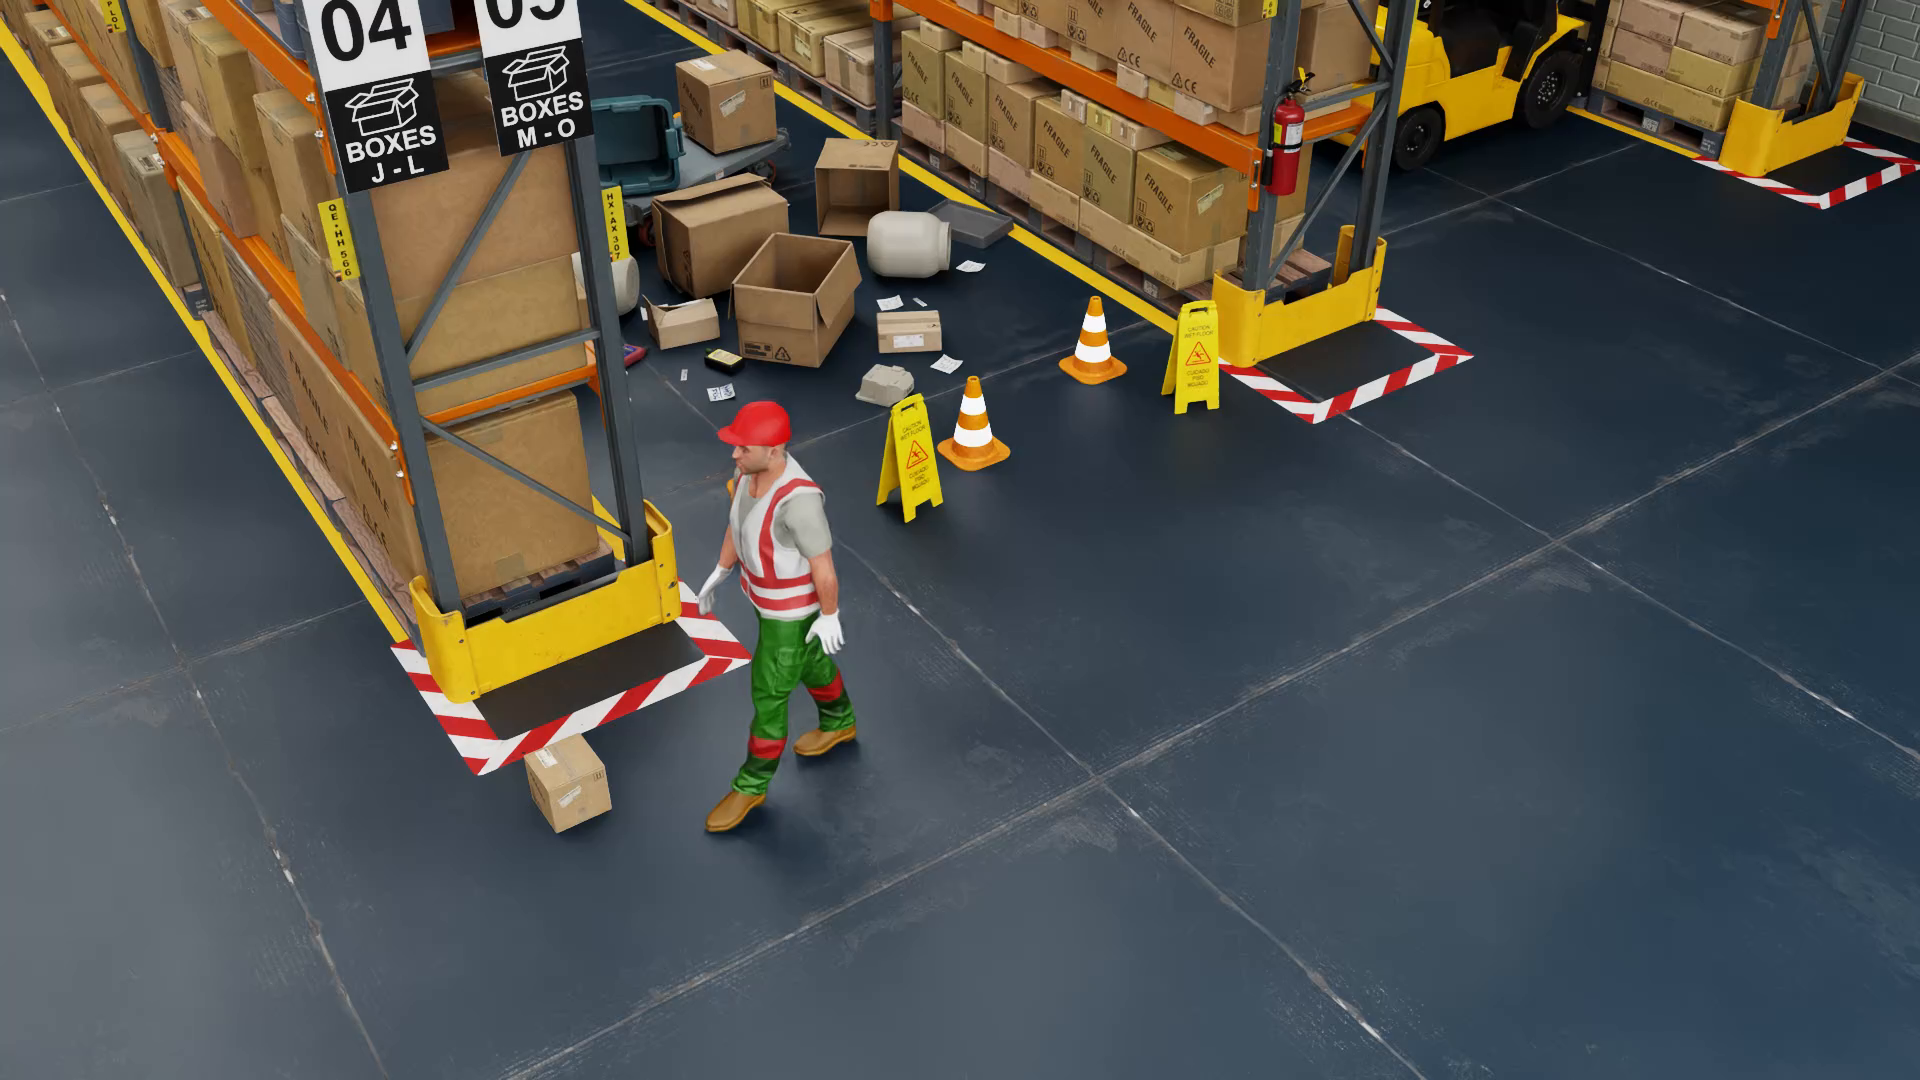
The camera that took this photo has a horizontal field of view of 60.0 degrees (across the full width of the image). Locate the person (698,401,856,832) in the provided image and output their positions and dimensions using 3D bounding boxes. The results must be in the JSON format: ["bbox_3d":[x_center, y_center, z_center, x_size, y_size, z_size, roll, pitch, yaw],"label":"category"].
[{"bbox_3d":[-0.798,0.249,6.614,0.808,1.756,0.578,-18,40,-23],"label":"person"}]
